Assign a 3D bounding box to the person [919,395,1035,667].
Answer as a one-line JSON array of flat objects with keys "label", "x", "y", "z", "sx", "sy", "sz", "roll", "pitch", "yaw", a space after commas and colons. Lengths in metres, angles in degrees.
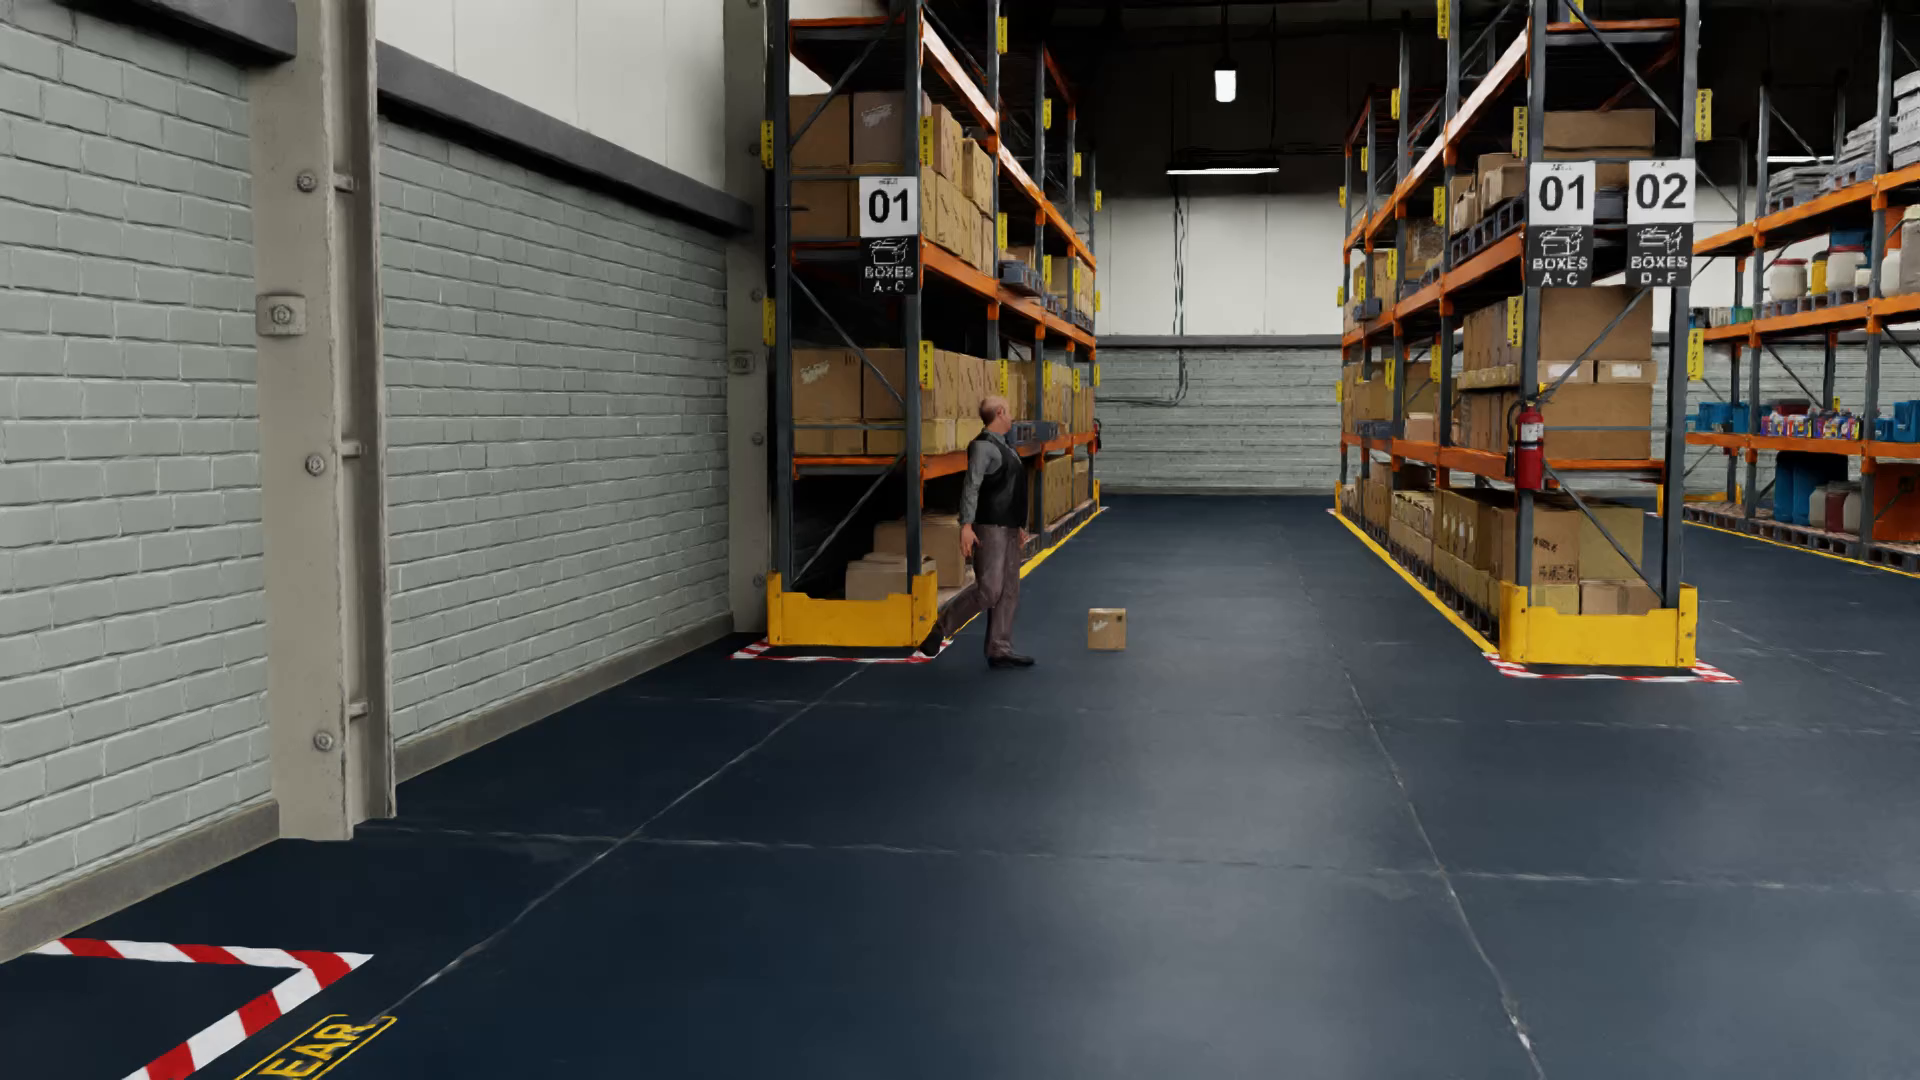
[{"label": "person", "x": 0.125, "y": -0.048, "z": 10.441, "sx": 0.612, "sy": 1.721, "sz": 0.722, "roll": 2, "pitch": 5, "yaw": 20}]
